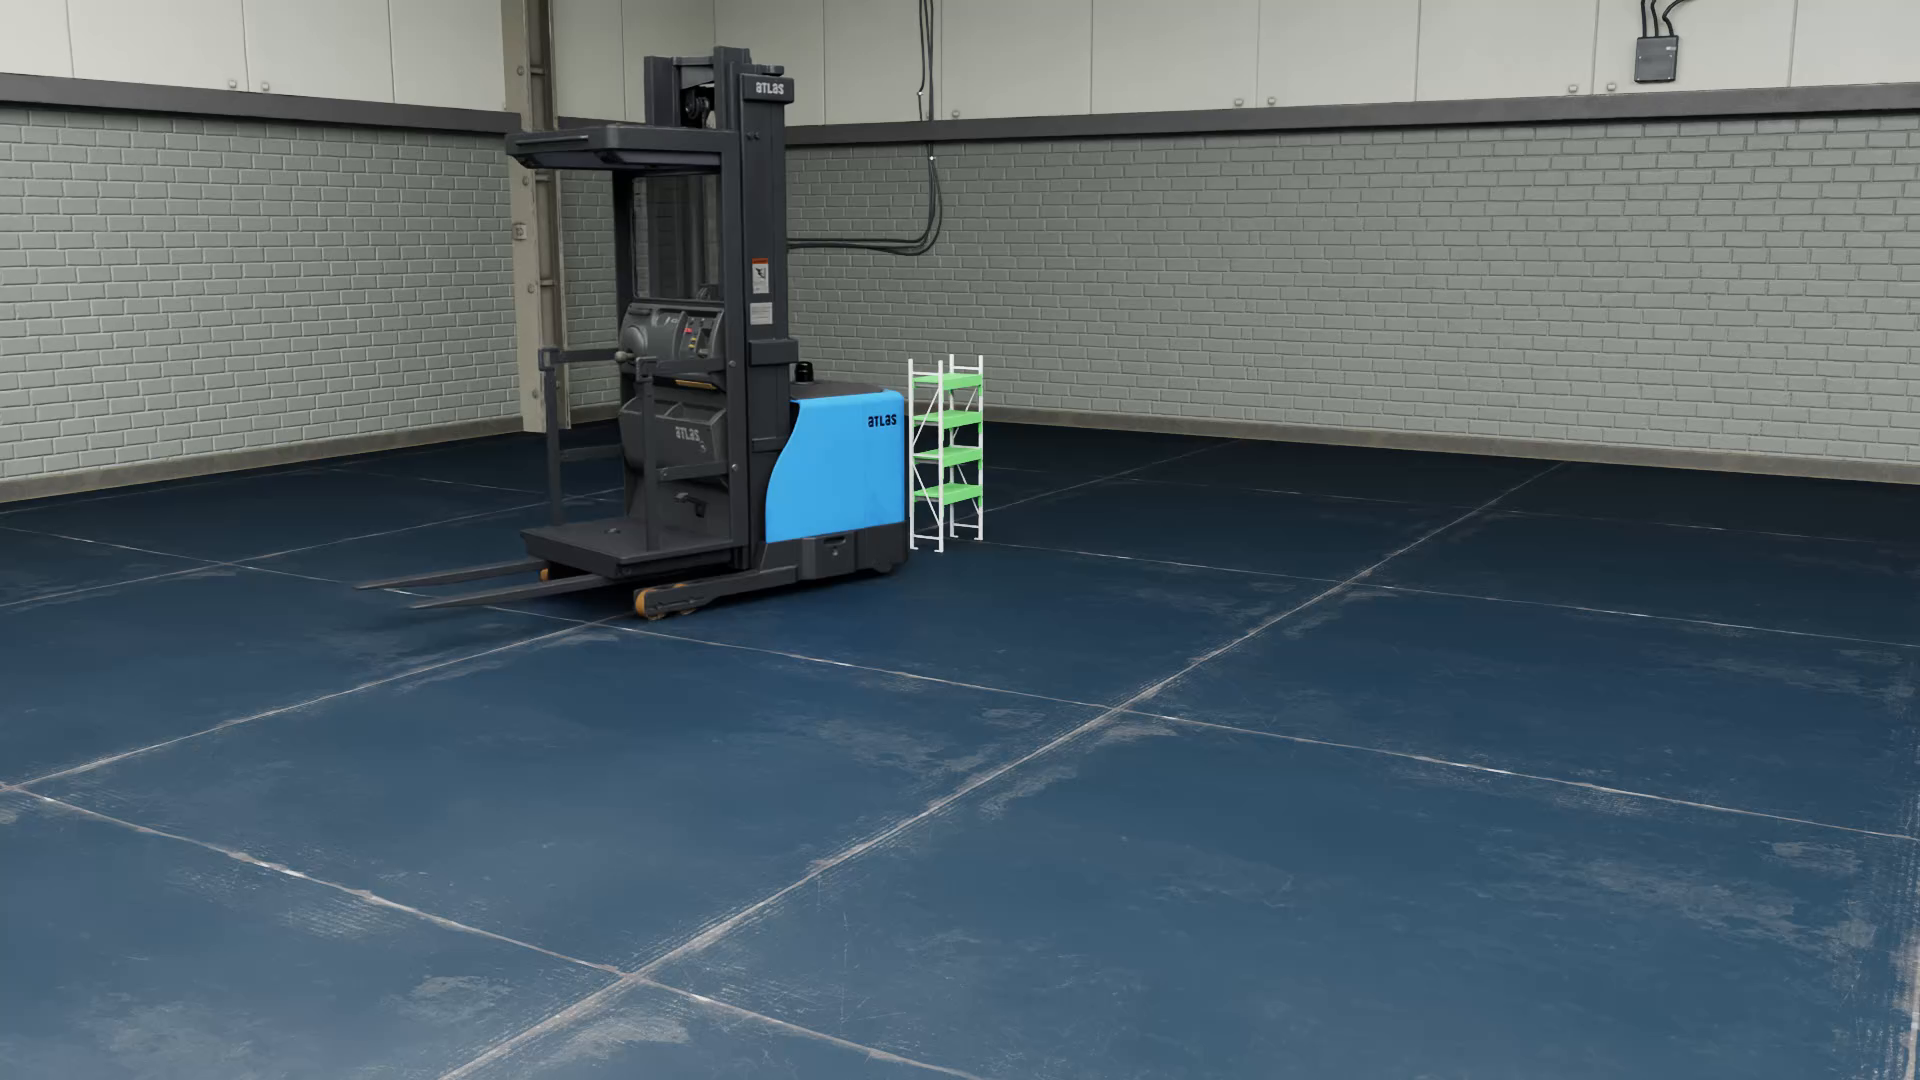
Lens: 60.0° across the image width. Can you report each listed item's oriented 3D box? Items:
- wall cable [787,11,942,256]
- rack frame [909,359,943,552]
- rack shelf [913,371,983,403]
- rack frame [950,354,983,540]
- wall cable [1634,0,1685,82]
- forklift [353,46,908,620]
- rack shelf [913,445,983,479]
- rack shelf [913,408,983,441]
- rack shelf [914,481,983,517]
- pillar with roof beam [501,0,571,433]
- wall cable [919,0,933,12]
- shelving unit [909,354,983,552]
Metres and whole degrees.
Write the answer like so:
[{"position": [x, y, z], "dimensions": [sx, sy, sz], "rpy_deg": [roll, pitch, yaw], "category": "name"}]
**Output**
[{"position": [-1.528, -4.352, 18.097], "dimensions": [3.097, 2.526, 0.112], "rpy_deg": [6, 12, 31], "category": "wall cable"}, {"position": [-0.213, -0.525, 10.414], "dimensions": [0.240, 1.200, 0.015], "rpy_deg": [6, 12, 31], "category": "rack frame"}, {"position": [-0.086, -0.973, 10.543], "dimensions": [0.258, 0.148, 0.480], "rpy_deg": [6, 12, 31], "category": "rack shelf"}, {"position": [0.041, -0.602, 10.824], "dimensions": [0.240, 1.200, 0.015], "rpy_deg": [6, 12, 31], "category": "rack frame"}, {"position": [6.578, -6.640, 12.641], "dimensions": [2.305, 6.003, 0.169], "rpy_deg": [6, 12, 31], "category": "wall cable"}, {"position": [-1.733, -1.131, 8.947], "dimensions": [3.031, 2.935, 1.130], "rpy_deg": [-10, 14, -42], "category": "forklift"}, {"position": [-0.086, -0.501, 10.631], "dimensions": [0.258, 0.148, 0.480], "rpy_deg": [6, 12, 31], "category": "rack shelf"}, {"position": [-0.086, -0.737, 10.587], "dimensions": [0.258, 0.148, 0.480], "rpy_deg": [6, 12, 31], "category": "rack shelf"}, {"position": [-0.086, -0.265, 10.675], "dimensions": [0.258, 0.148, 0.480], "rpy_deg": [6, 12, 31], "category": "rack shelf"}, {"position": [-0.508, -5.130, 13.815], "dimensions": [9.100, 9.000, 0.400], "rpy_deg": [6, 12, 31], "category": "pillar with roof beam"}, {"position": [0.784, -6.576, 16.252], "dimensions": [3.097, 2.526, 0.112], "rpy_deg": [6, 12, 31], "category": "wall cable"}, {"position": [-0.086, -0.564, 10.619], "dimensions": [0.258, 1.200, 0.503], "rpy_deg": [6, 12, 31], "category": "shelving unit"}]
